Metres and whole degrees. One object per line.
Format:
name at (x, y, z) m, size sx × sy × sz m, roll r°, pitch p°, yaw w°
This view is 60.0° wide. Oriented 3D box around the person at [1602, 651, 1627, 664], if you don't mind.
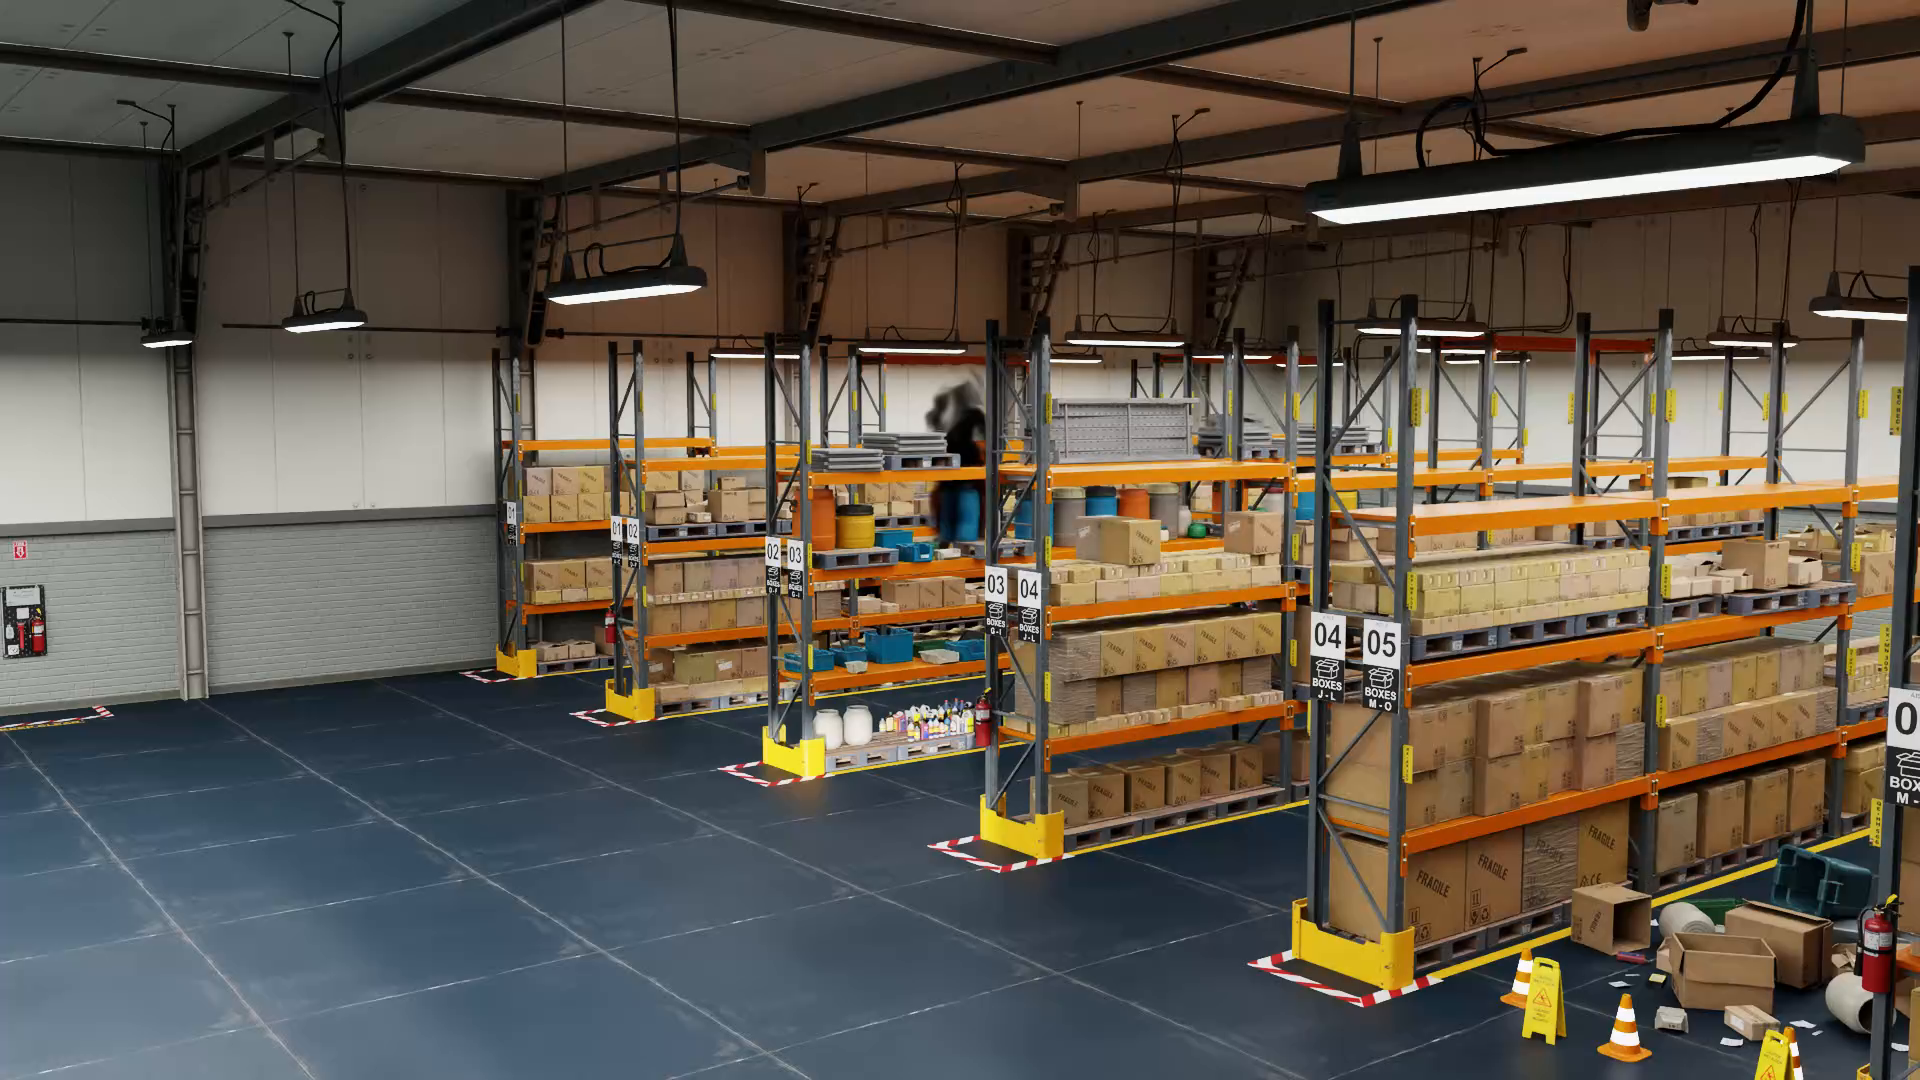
person at (9.167, 2.267, 23.306) m, size 0.677 × 1.708 × 0.661 m, roll -4°, pitch 7°, yaw -39°
